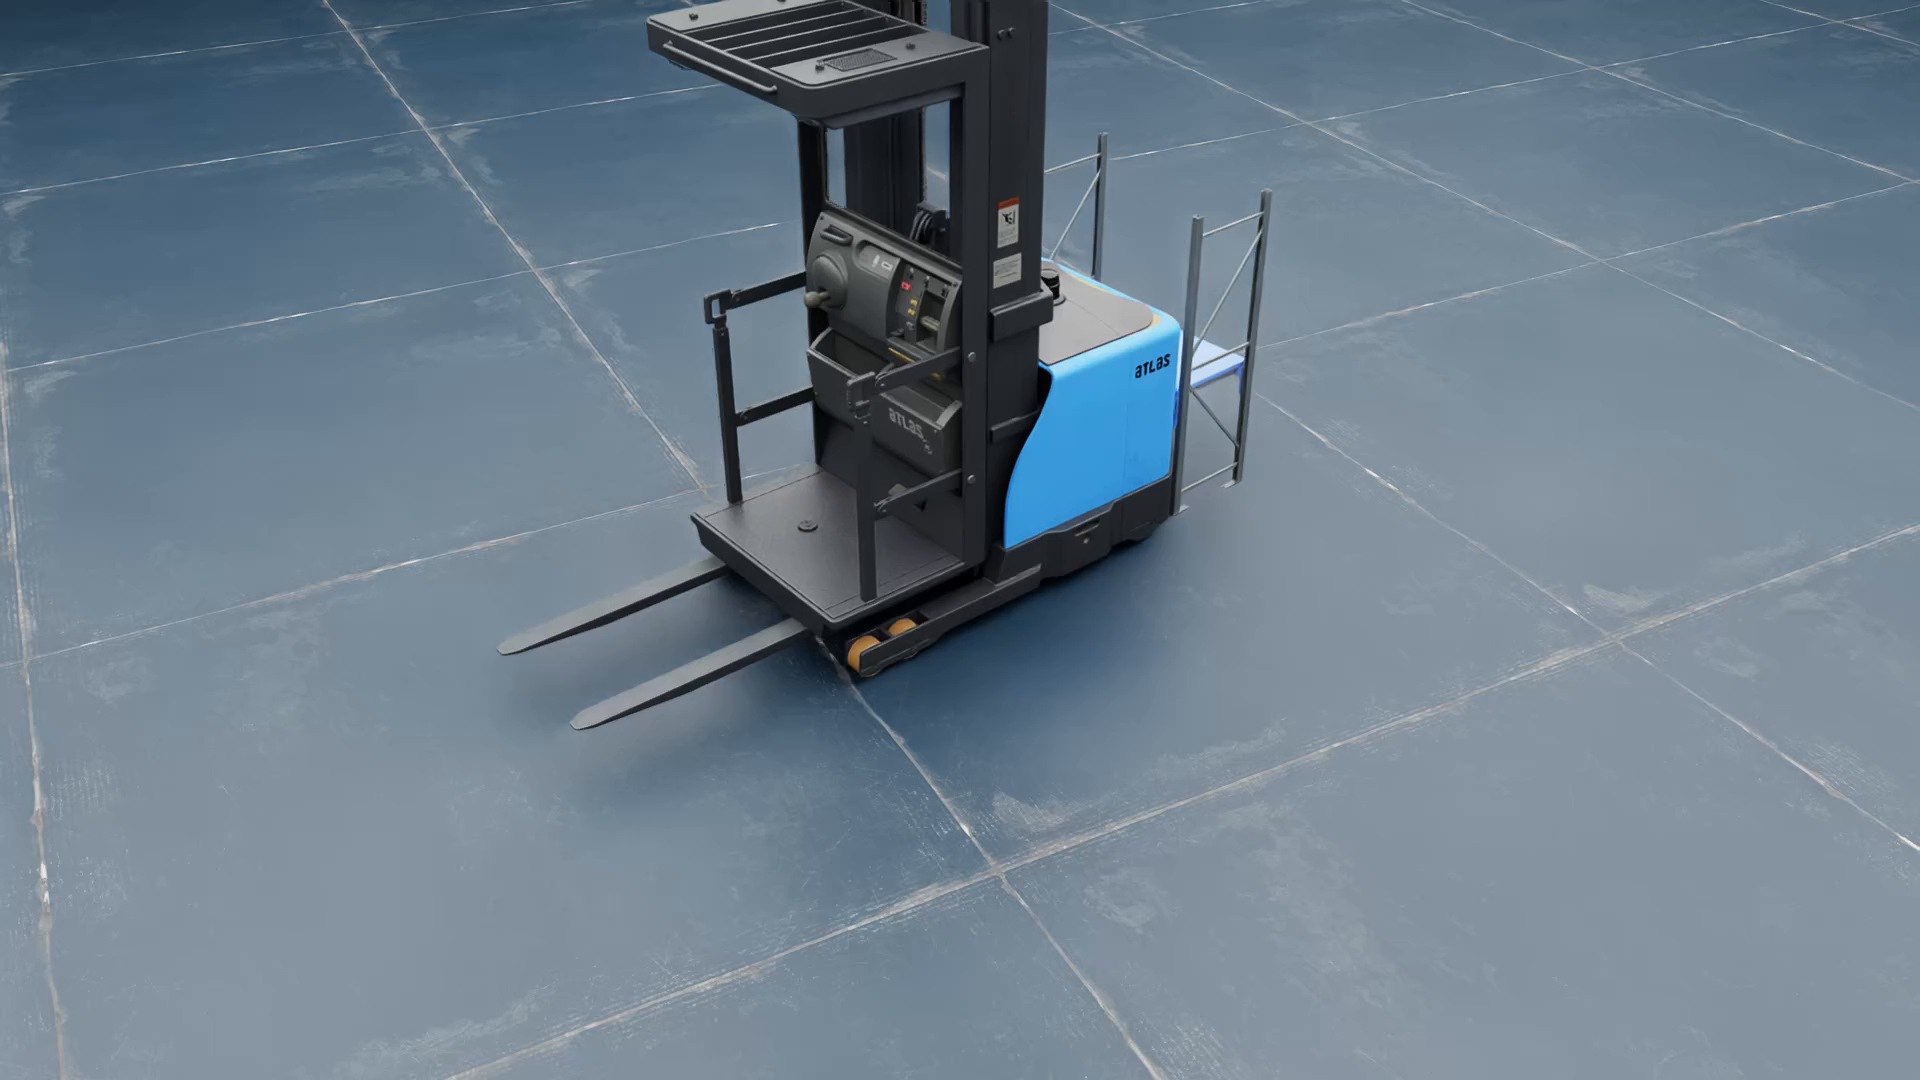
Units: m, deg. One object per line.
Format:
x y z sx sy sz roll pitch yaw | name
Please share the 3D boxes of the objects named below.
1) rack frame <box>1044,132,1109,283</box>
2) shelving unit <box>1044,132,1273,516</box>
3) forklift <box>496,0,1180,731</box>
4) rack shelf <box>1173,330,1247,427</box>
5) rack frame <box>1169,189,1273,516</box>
0.521 -1.250 8.311 0.500 1.500 0.032 -26 41 -34 | rack frame
0.858 -1.045 7.991 0.538 1.500 1.048 -26 41 -34 | shelving unit
-0.478 -0.991 6.580 3.031 2.935 1.130 -24 40 -32 | forklift
0.858 -0.894 8.088 0.538 0.185 1.000 -26 41 -34 | rack shelf
1.195 -0.840 7.670 0.500 1.500 0.032 -26 41 -34 | rack frame
